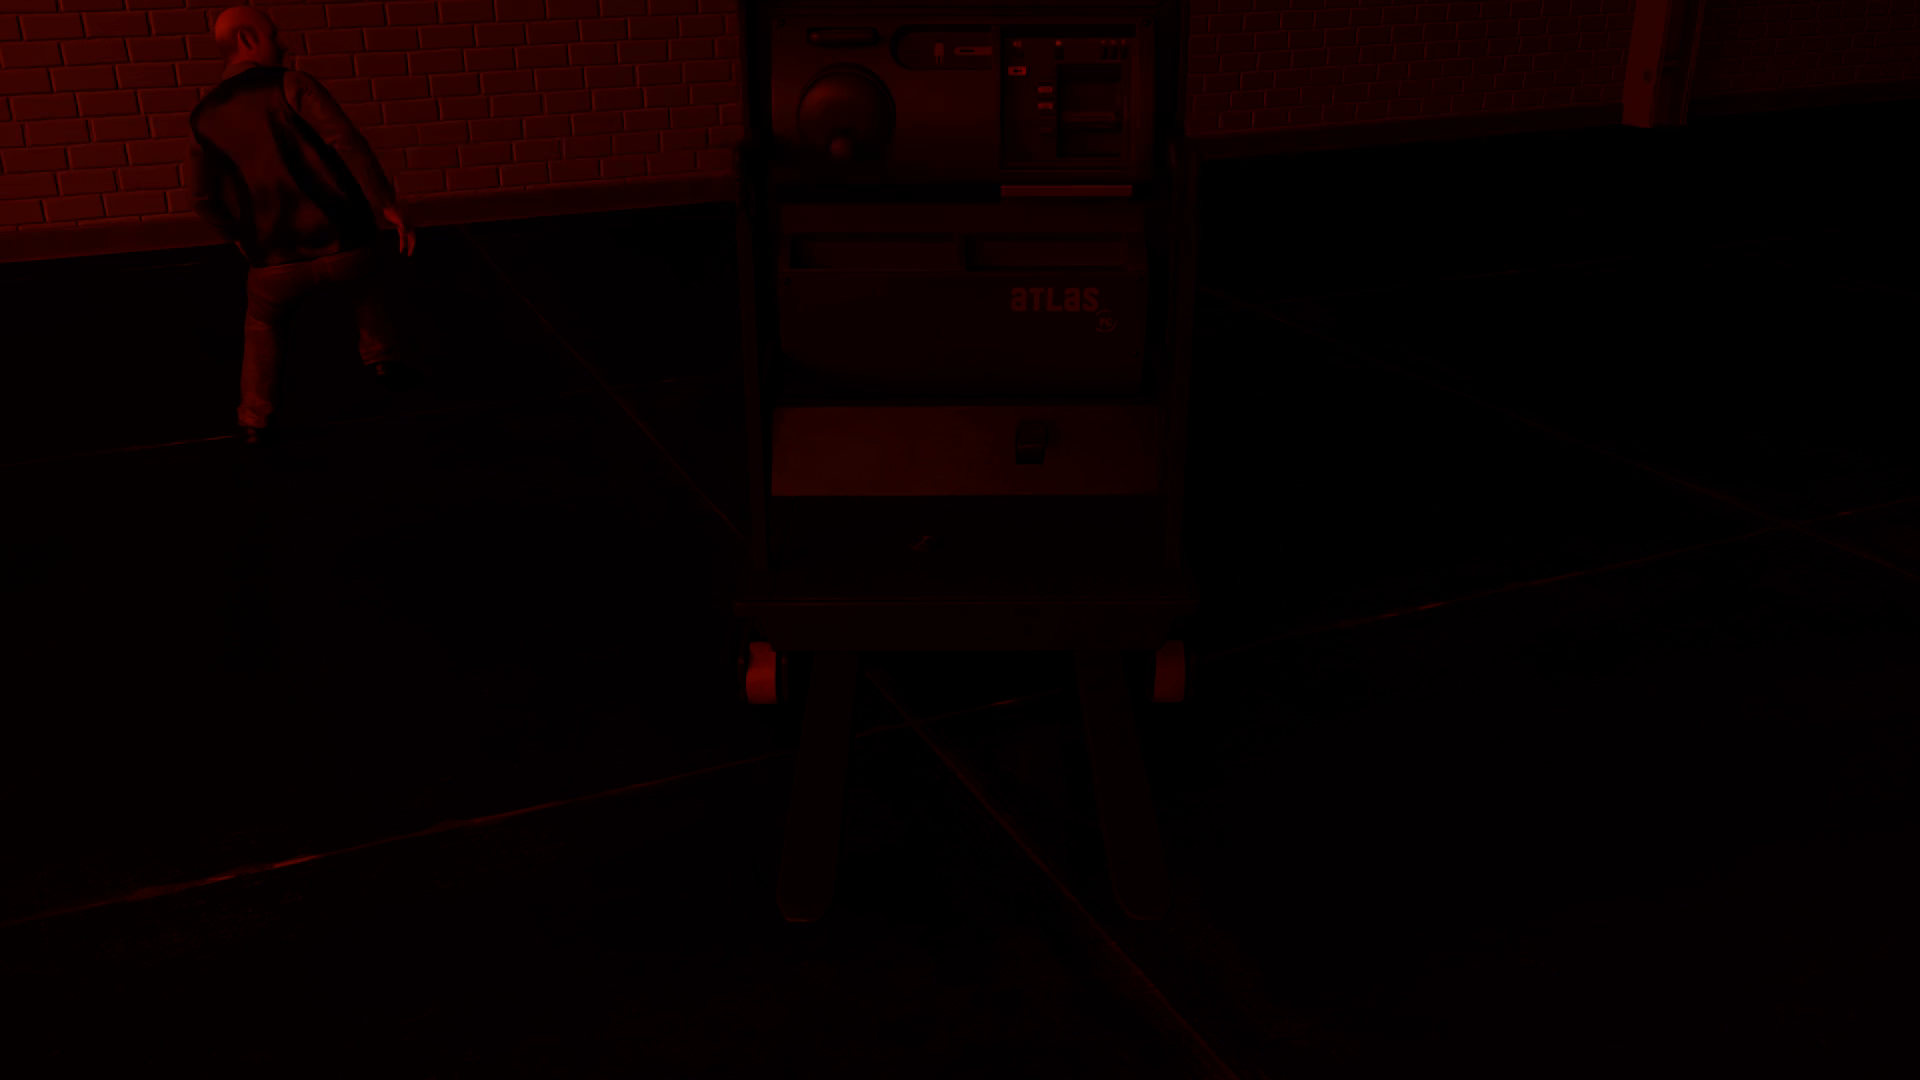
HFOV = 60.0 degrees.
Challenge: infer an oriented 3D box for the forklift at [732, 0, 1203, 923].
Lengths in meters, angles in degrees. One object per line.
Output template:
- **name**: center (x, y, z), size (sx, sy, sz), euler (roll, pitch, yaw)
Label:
- **forklift**: center (0.013, -1.062, 3.843), size (1.130, 2.935, 3.031), euler (0, 23, -1)

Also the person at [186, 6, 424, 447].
- **person**: center (-2.296, -1.096, 5.859), size (0.772, 1.500, 0.688), euler (-5, 23, -11)
